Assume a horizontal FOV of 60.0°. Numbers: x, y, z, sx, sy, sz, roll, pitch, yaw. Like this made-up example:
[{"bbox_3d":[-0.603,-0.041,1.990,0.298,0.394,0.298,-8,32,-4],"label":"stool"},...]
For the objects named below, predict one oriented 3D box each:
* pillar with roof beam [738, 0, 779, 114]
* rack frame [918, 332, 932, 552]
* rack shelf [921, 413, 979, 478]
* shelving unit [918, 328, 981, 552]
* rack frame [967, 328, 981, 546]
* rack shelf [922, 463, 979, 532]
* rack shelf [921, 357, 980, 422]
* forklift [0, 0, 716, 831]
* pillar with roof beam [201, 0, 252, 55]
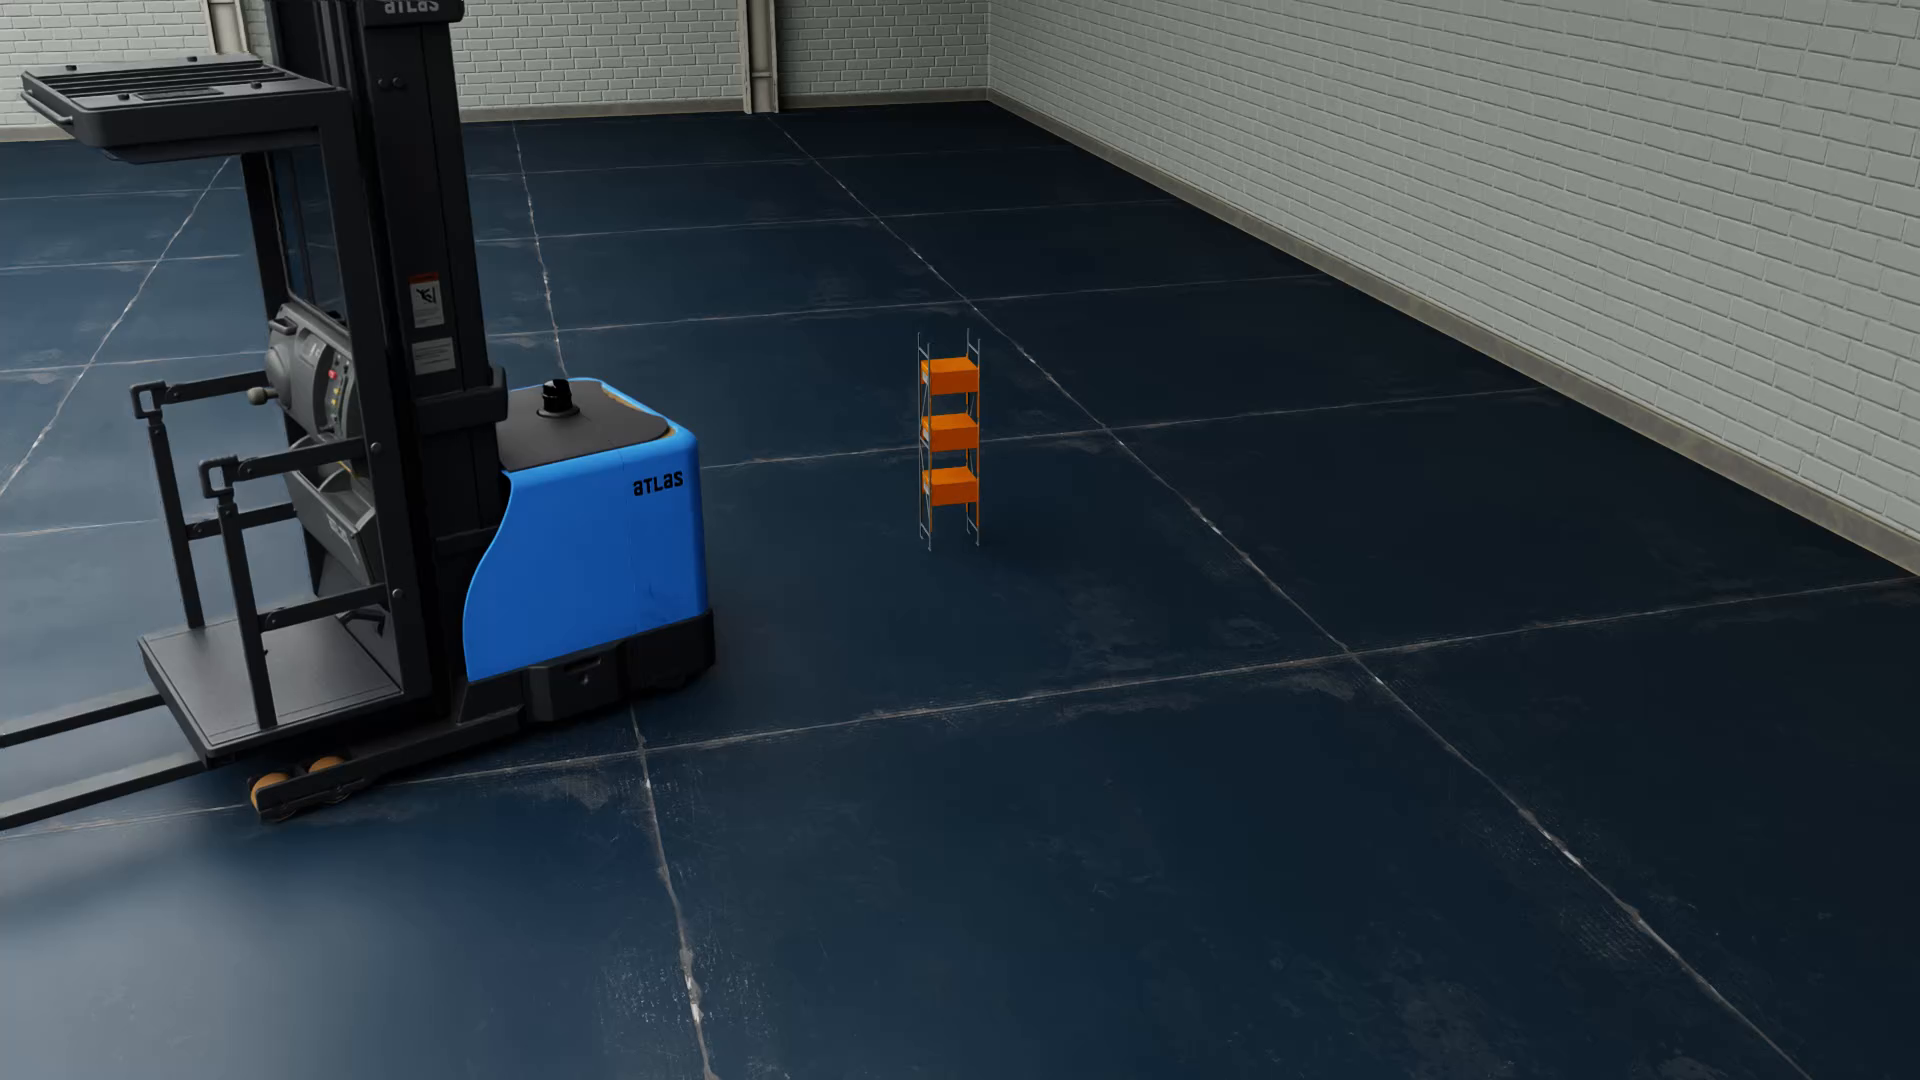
[{"bbox_3d":[-1.307,-7.828,15.081,0.400,9.000,9.100,-6,24,-14],"label":"pillar with roof beam"},{"bbox_3d":[-0.169,-0.464,7.999,0.008,1.050,0.200,-6,24,-14],"label":"rack frame"},{"bbox_3d":[-0.052,-0.467,8.034,0.240,0.259,0.215,-6,24,-14],"label":"rack shelf"},{"bbox_3d":[-0.052,-0.477,8.030,0.252,1.050,0.215,-6,24,-14],"label":"shelving unit"},{"bbox_3d":[0.066,-0.490,8.060,0.008,1.050,0.200,-6,24,-14],"label":"rack frame"},{"bbox_3d":[-0.052,-0.212,8.143,0.240,0.259,0.215,-6,24,-14],"label":"rack shelf"},{"bbox_3d":[-0.052,-0.728,7.922,0.240,0.259,0.215,-6,24,-14],"label":"rack shelf"},{"bbox_3d":[-2.502,-0.583,5.893,3.031,2.935,1.130,-16,28,-33],"label":"forklift"},{"bbox_3d":[-7.084,-7.189,13.592,0.400,9.000,9.100,-6,24,-14],"label":"pillar with roof beam"}]
